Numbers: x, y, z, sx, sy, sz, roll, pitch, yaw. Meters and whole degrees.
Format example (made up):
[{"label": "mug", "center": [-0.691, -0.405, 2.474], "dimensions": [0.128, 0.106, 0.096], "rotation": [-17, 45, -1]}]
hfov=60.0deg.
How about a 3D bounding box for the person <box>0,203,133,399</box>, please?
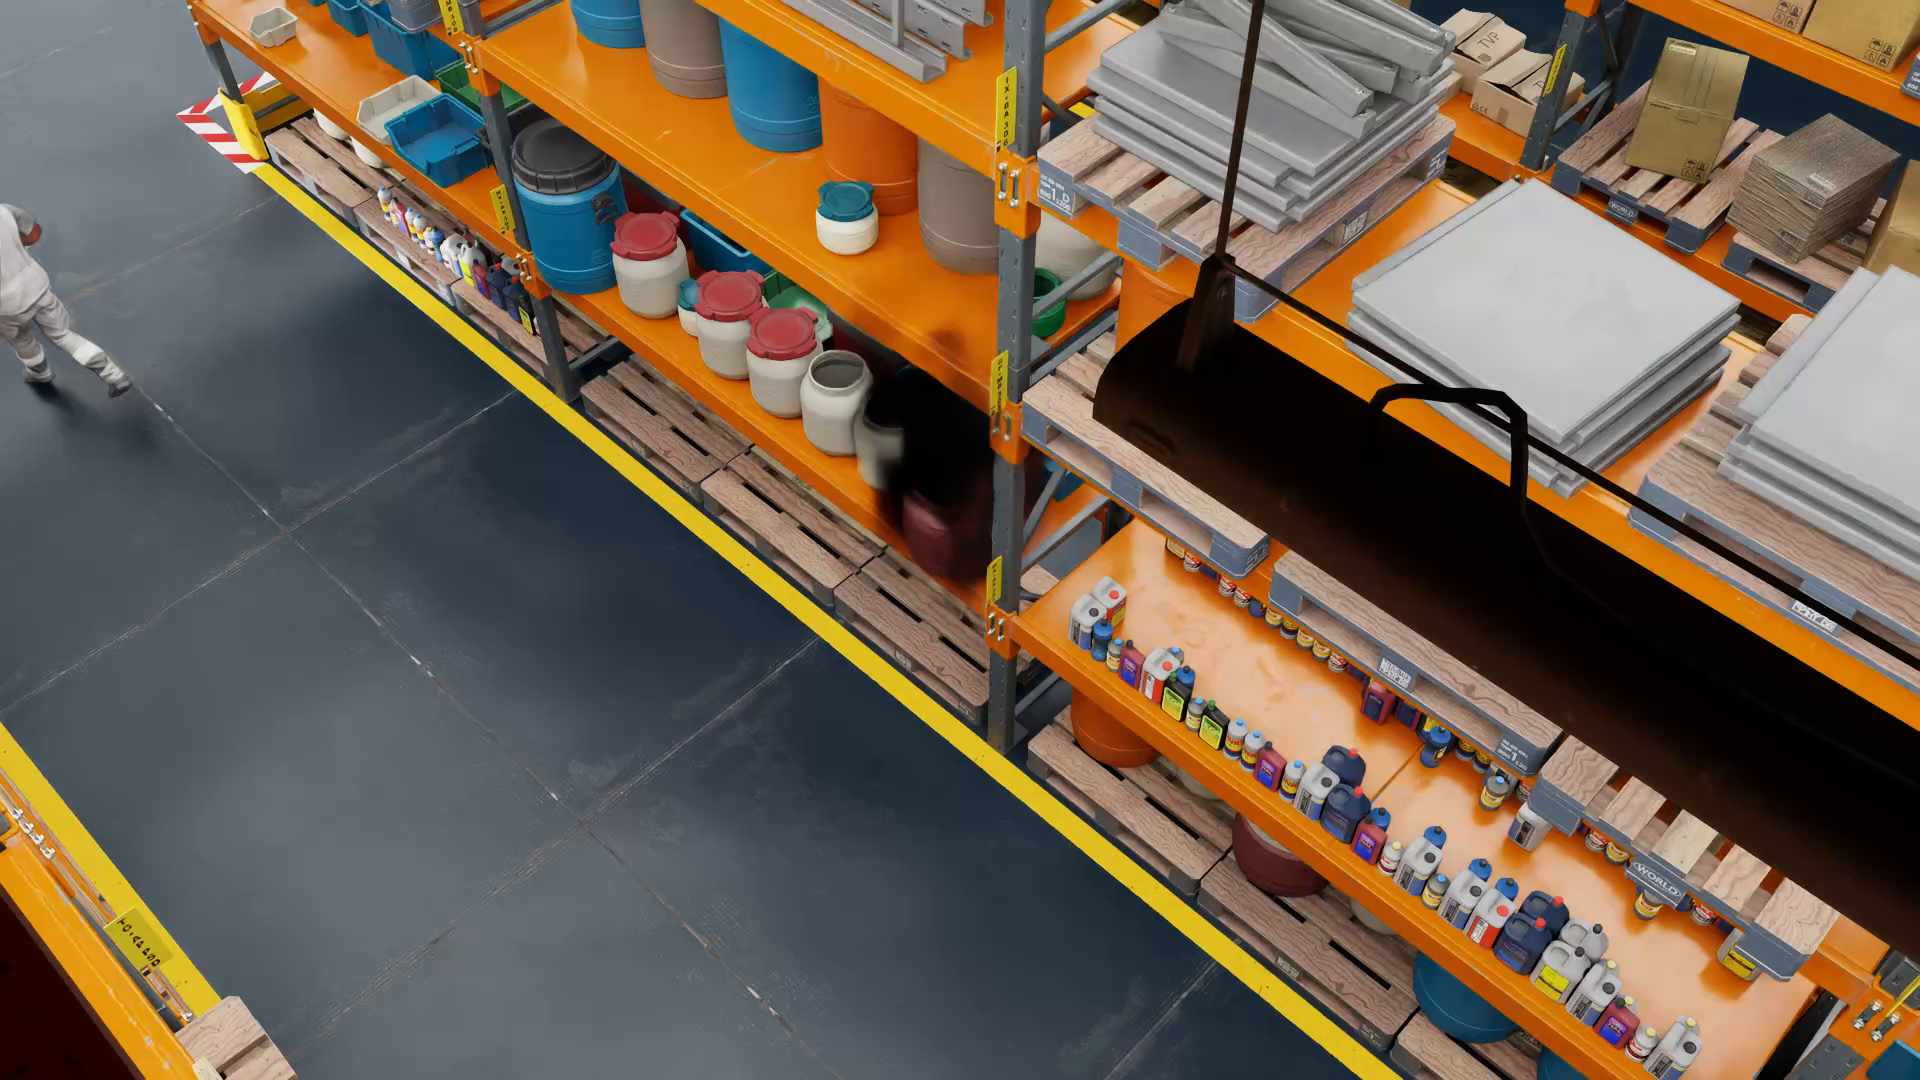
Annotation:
[{"label": "person", "center": [-5.935, -1.540, 10.514], "dimensions": [1.007, 1.780, 0.686], "rotation": [17, 52, 14]}]
